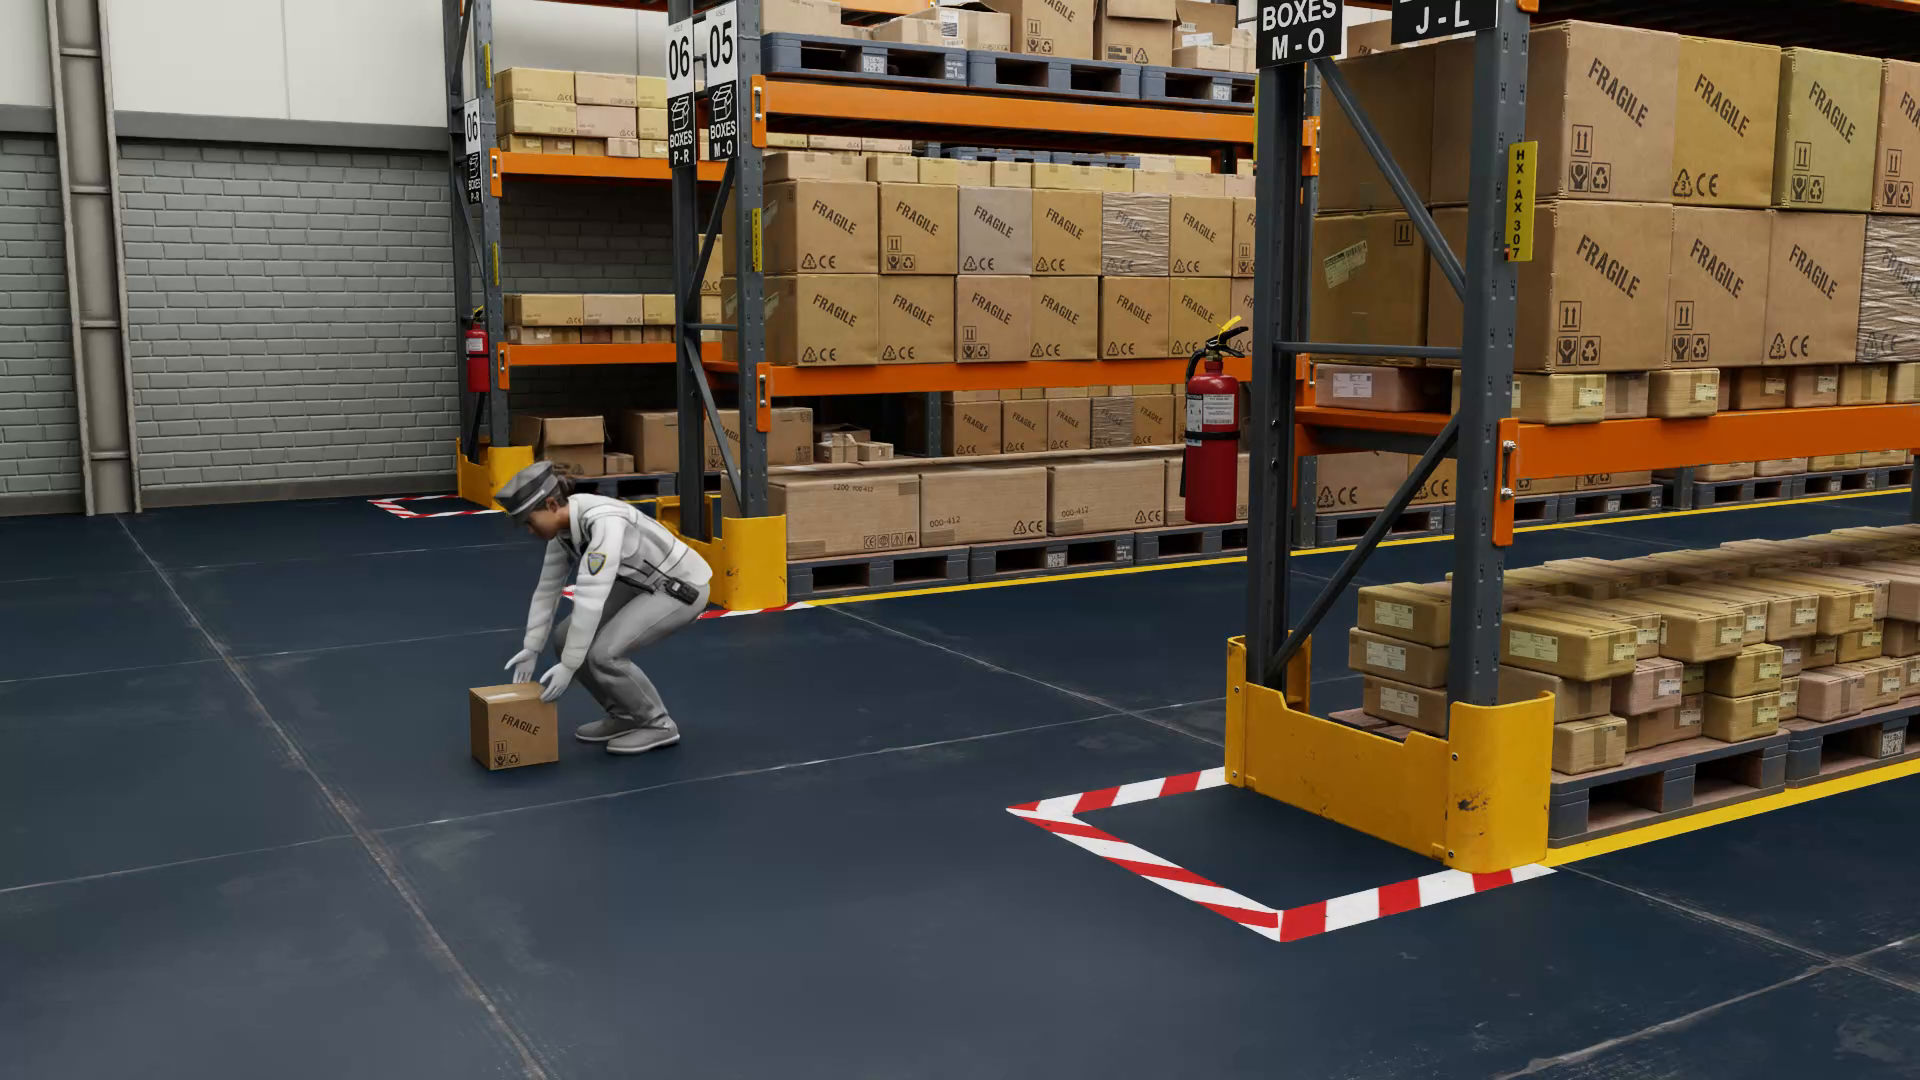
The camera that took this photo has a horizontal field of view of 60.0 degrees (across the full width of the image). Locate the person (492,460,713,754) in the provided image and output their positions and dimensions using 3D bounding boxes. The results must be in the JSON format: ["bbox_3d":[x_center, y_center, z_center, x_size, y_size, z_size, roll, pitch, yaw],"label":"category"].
[{"bbox_3d":[-1.312,0.238,6.165,0.820,1.101,0.510,-5,10,-31],"label":"person"}]
